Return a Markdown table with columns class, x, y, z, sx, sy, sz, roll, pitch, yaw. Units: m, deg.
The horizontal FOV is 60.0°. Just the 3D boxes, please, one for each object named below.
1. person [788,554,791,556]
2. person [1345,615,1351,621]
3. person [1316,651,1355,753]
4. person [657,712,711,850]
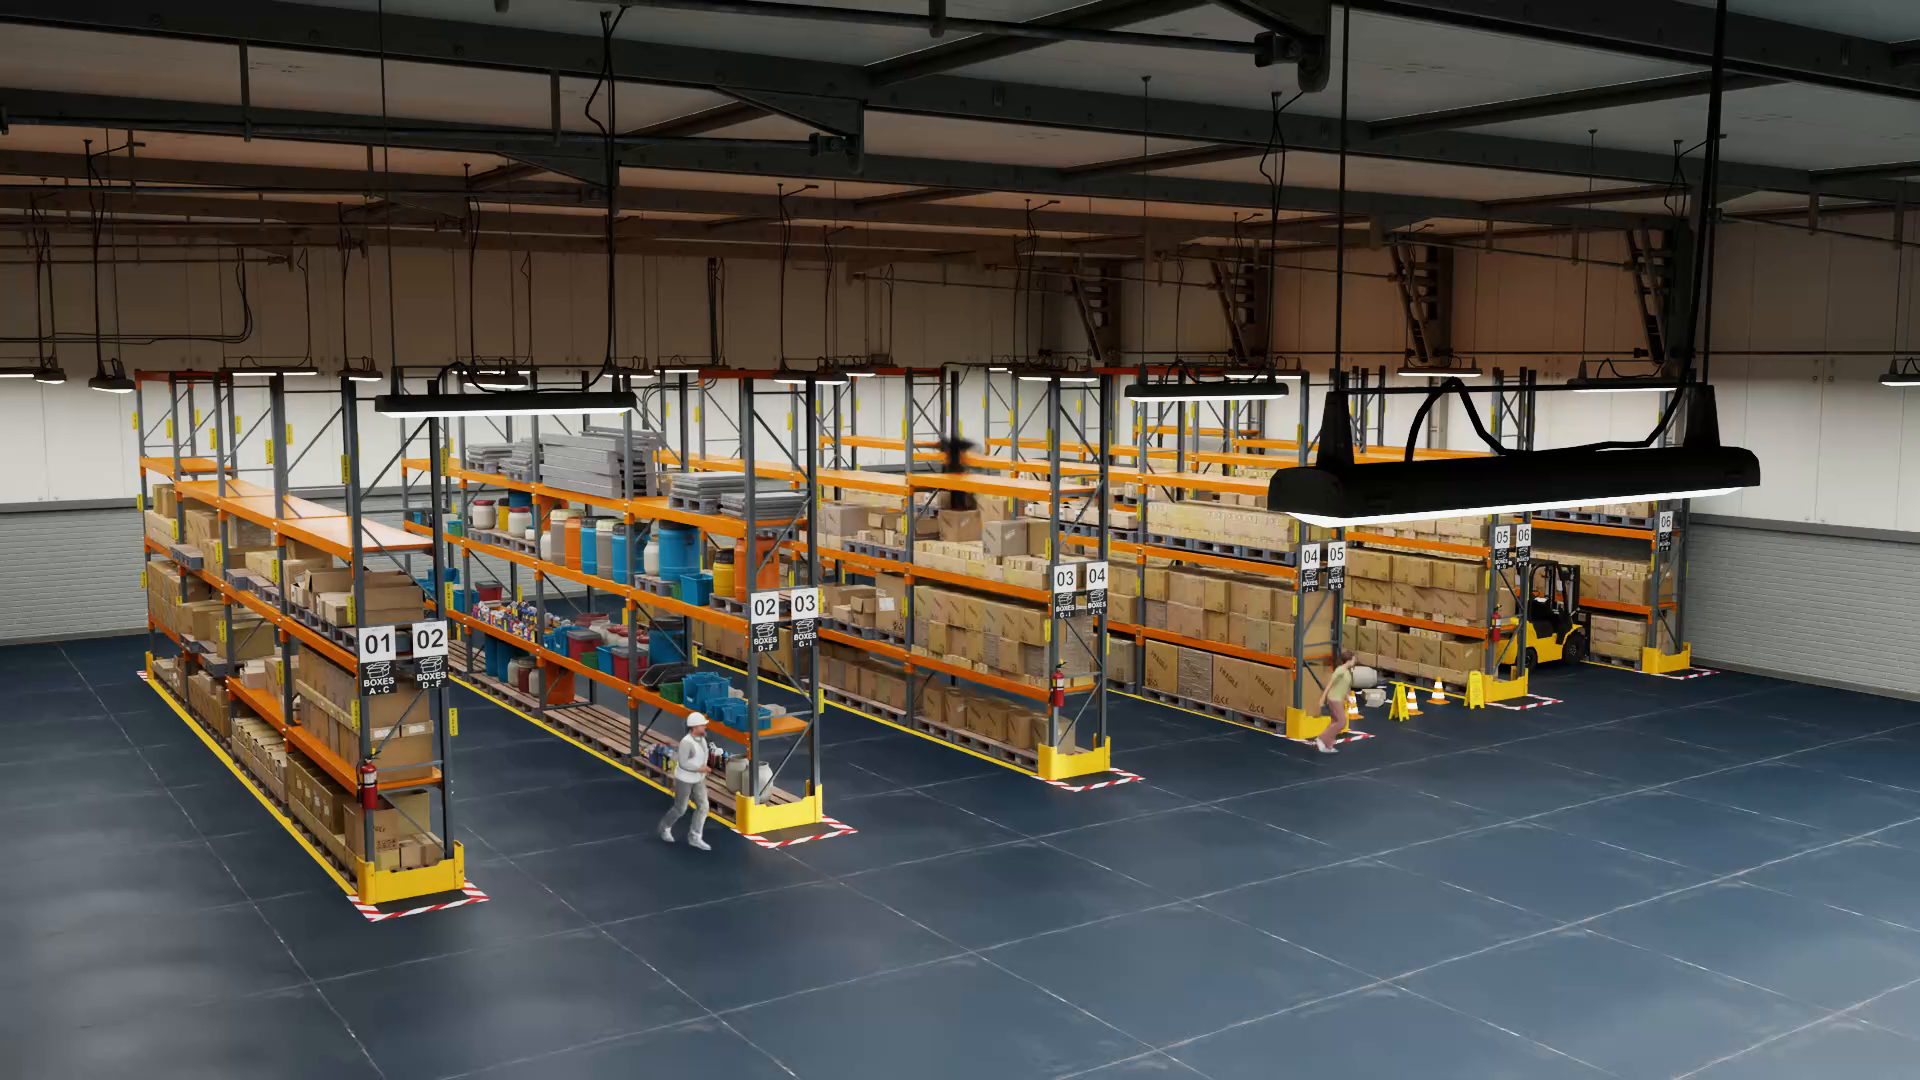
| class | x | y | z | sx | sy | sz | roll | pitch | yaw |
| --- | --- | --- | --- | --- | --- | --- | --- | --- | --- |
| person | -4.060 | 1.130 | 39.246 | 0.560 | 1.604 | 0.826 | -2 | 7 | -19 |
| person | 8.399 | 1.455 | 35.637 | 0.704 | 1.735 | 0.882 | -6 | 9 | -44 |
| person | 5.941 | 2.576 | 26.331 | 0.556 | 1.627 | 0.625 | 2 | 7 | 21 |
| person | -3.543 | 3.066 | 21.329 | 0.791 | 1.779 | 0.626 | 3 | 7 | 27 |
